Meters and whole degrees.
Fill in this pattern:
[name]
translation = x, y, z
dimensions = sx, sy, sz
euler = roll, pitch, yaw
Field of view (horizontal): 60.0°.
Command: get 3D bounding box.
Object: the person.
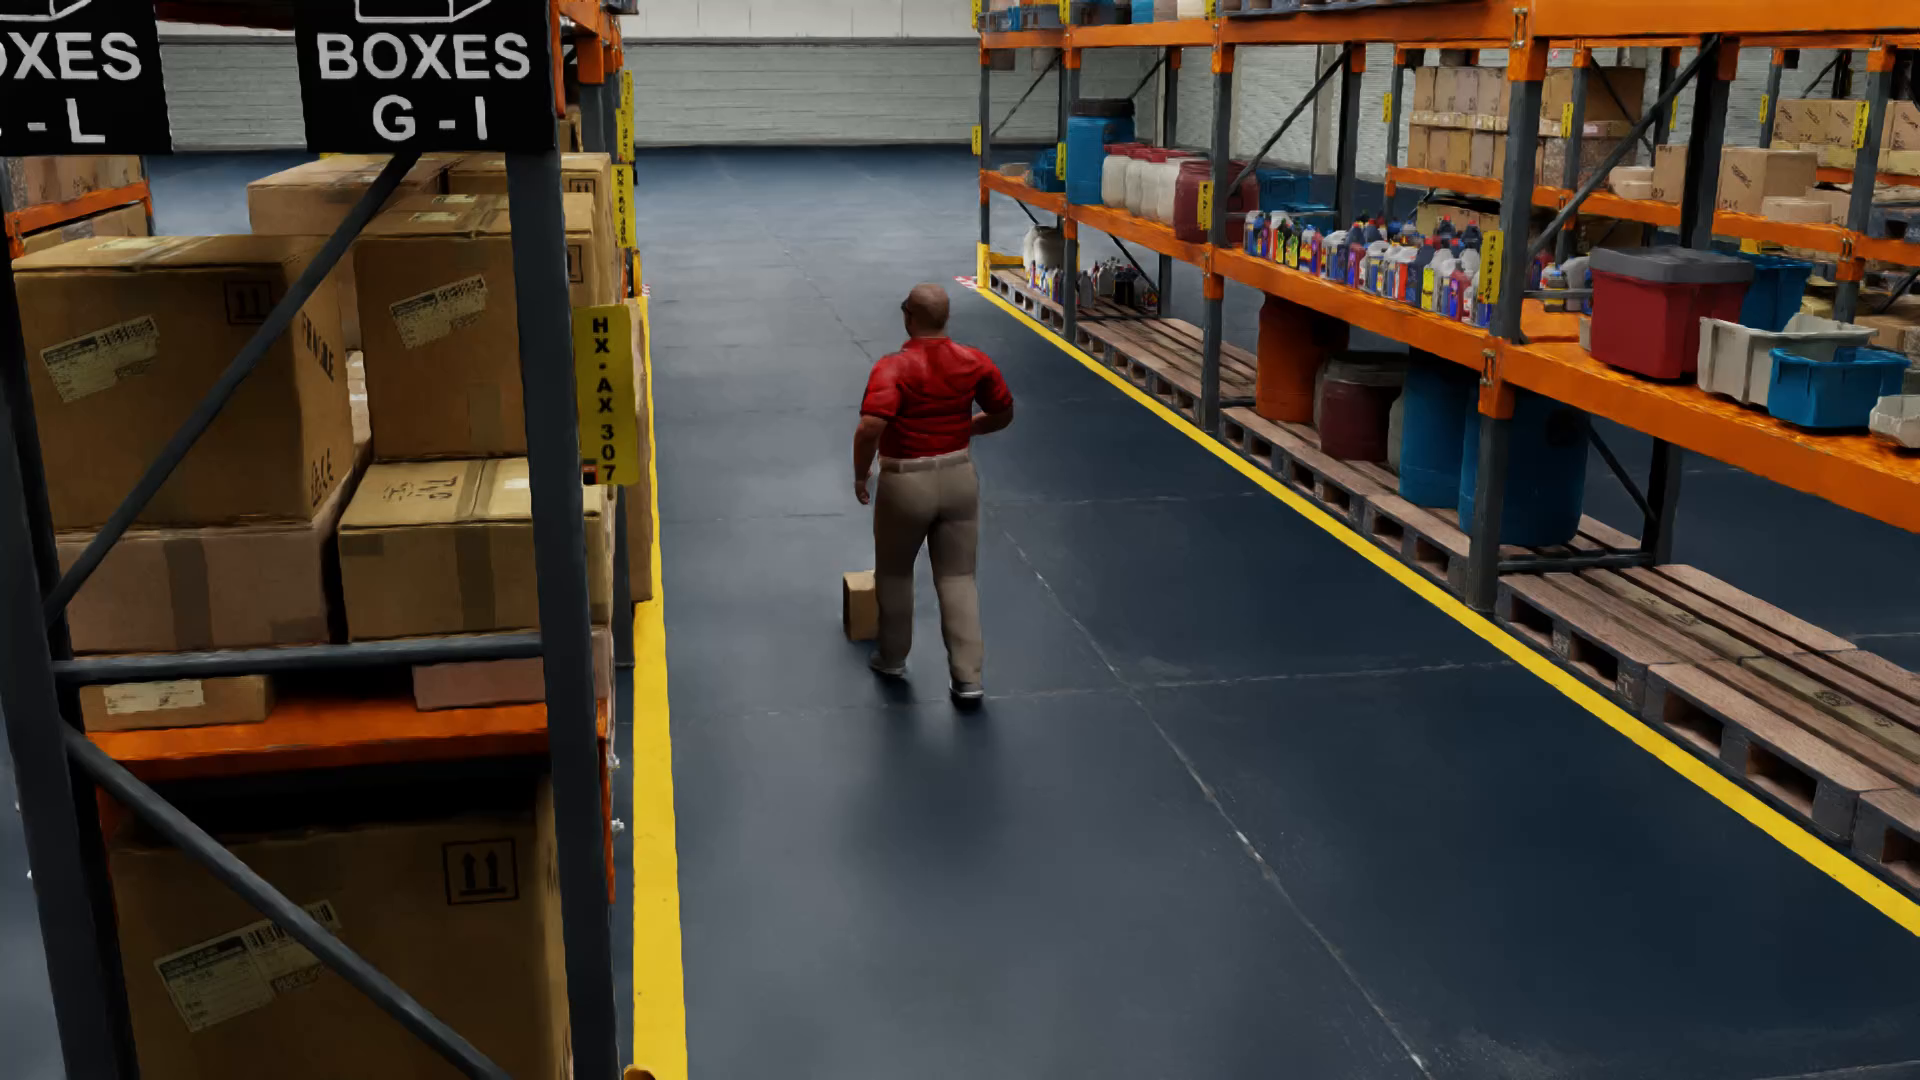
[person]
translation = -0.178, -0.210, 6.790
dimensions = 0.710, 1.726, 0.750
euler = -6, 17, -21
